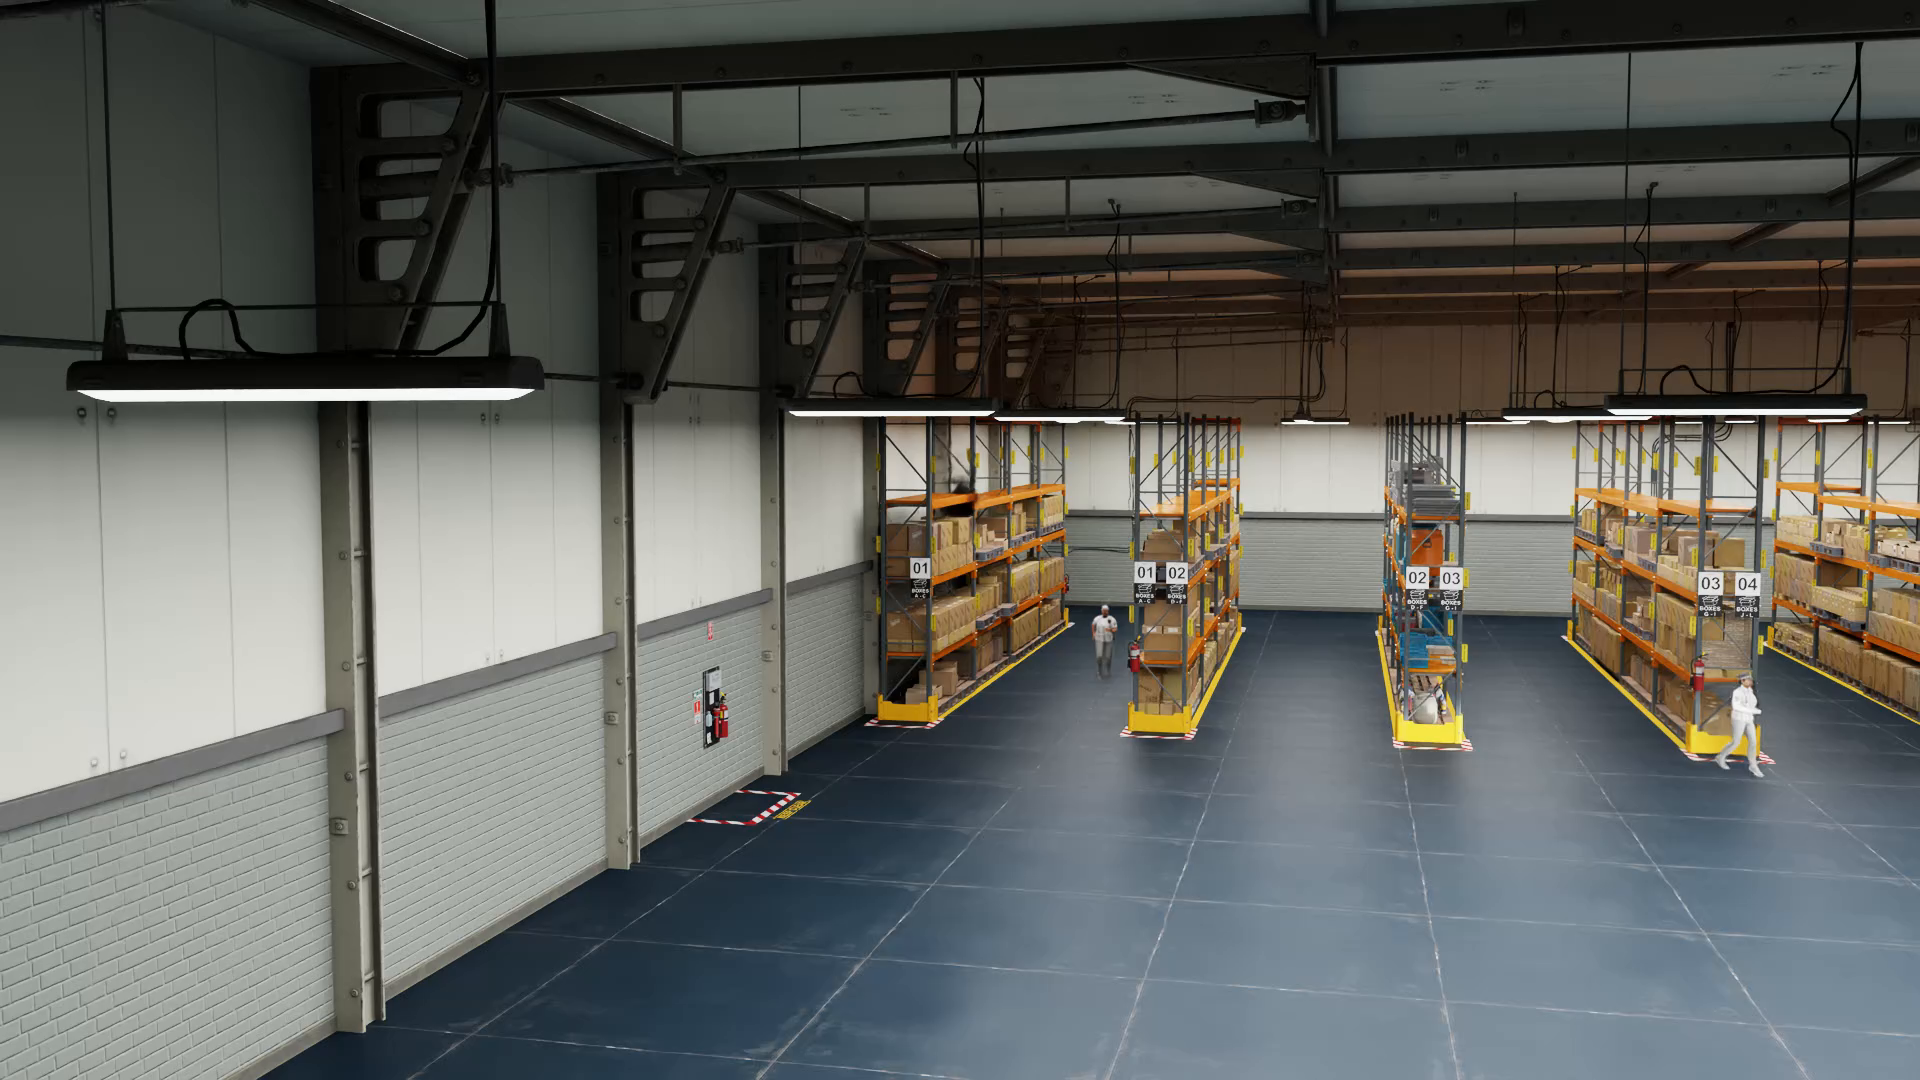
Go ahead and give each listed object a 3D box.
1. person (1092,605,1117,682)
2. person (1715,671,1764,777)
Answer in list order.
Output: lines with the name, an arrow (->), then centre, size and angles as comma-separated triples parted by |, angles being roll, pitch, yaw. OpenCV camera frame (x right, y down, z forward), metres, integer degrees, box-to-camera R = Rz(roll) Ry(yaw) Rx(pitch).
person -> 3.284, 2.338, 37.801 | 0.580, 1.728, 0.767 | 0, 4, 3
person -> 12.921, 3.023, 27.510 | 0.626, 1.740, 0.792 | -3, 5, -34
